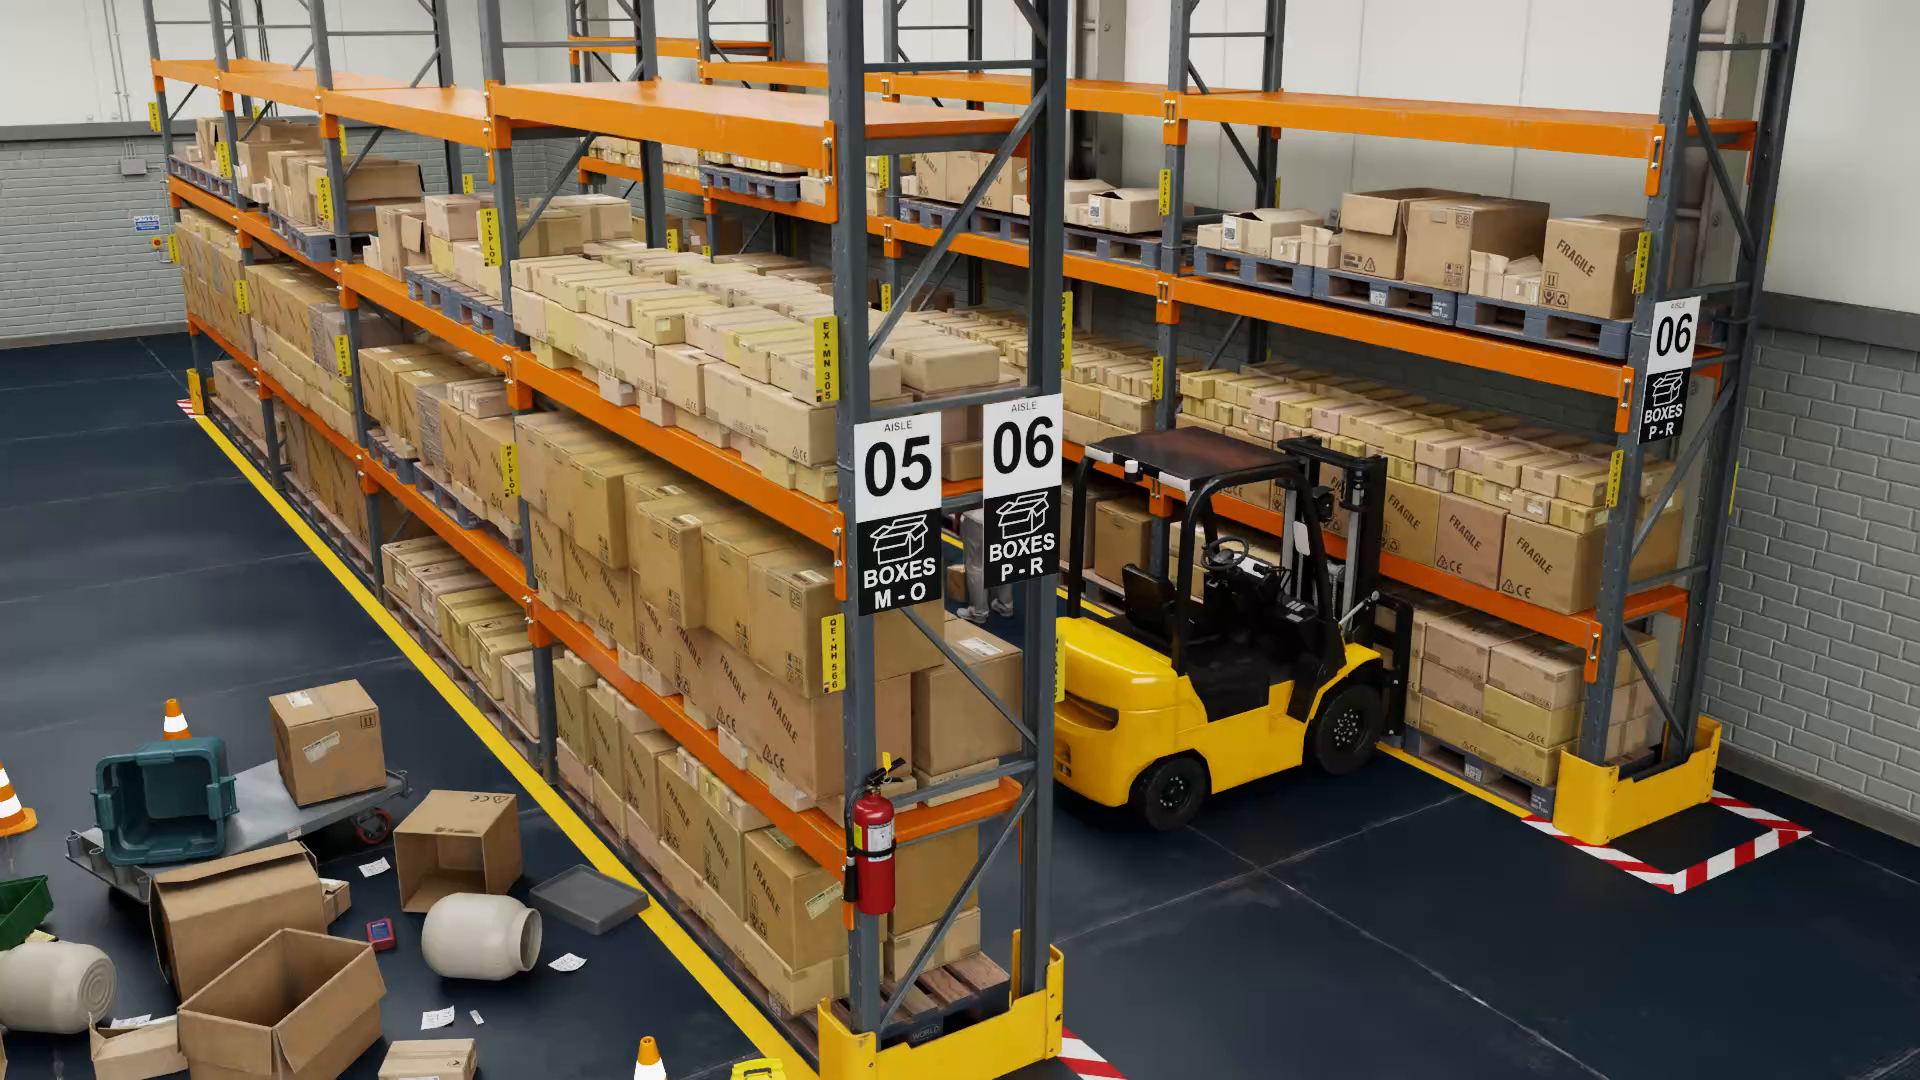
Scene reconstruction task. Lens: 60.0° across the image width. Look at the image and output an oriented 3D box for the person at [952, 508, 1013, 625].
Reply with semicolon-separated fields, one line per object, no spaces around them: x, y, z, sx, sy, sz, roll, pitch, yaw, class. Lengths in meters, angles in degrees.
0.205;-0.211;13.172;0.604;1.762;0.443;-12;22;-33;person
